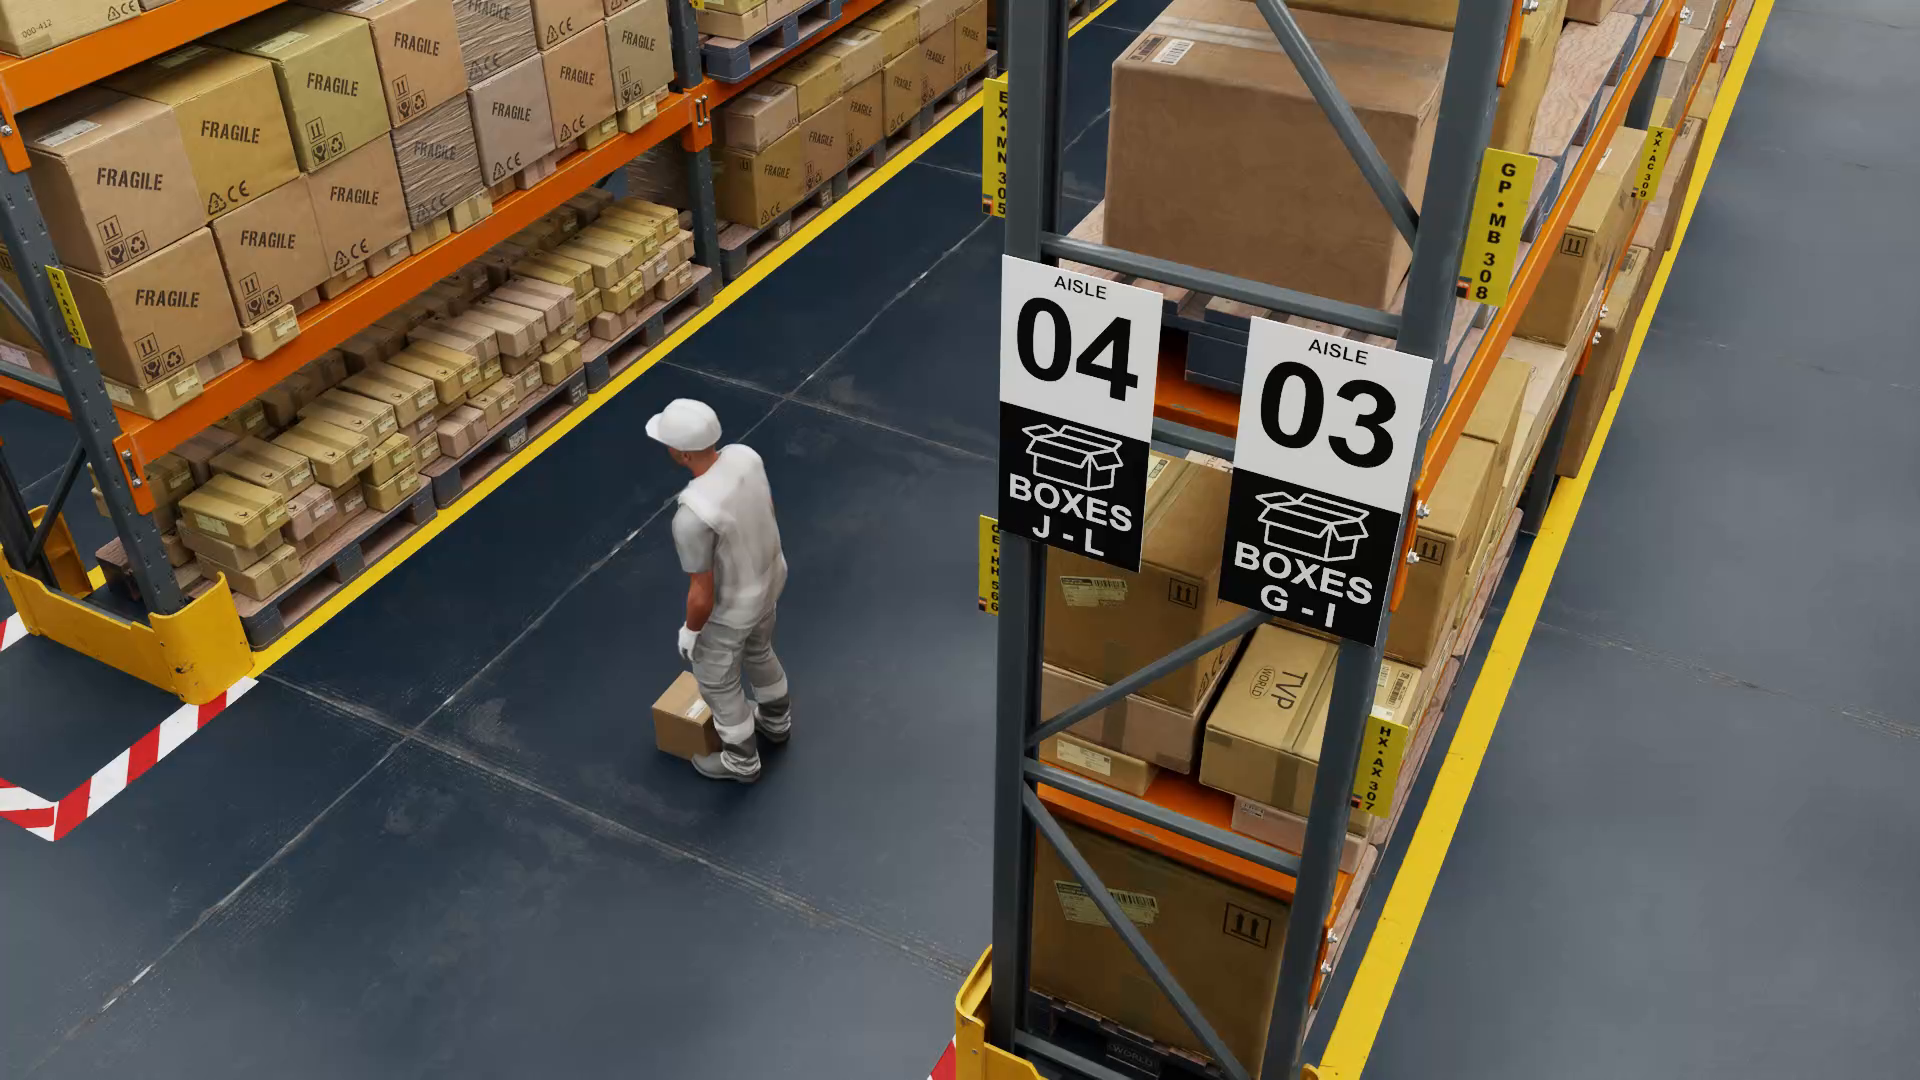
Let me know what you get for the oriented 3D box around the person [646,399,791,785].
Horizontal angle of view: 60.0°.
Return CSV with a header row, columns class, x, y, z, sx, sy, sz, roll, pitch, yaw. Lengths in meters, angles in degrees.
class,x,y,z,sx,sy,sz,roll,pitch,yaw
person,-0.910,0.212,6.463,0.452,1.778,0.613,15,40,19
